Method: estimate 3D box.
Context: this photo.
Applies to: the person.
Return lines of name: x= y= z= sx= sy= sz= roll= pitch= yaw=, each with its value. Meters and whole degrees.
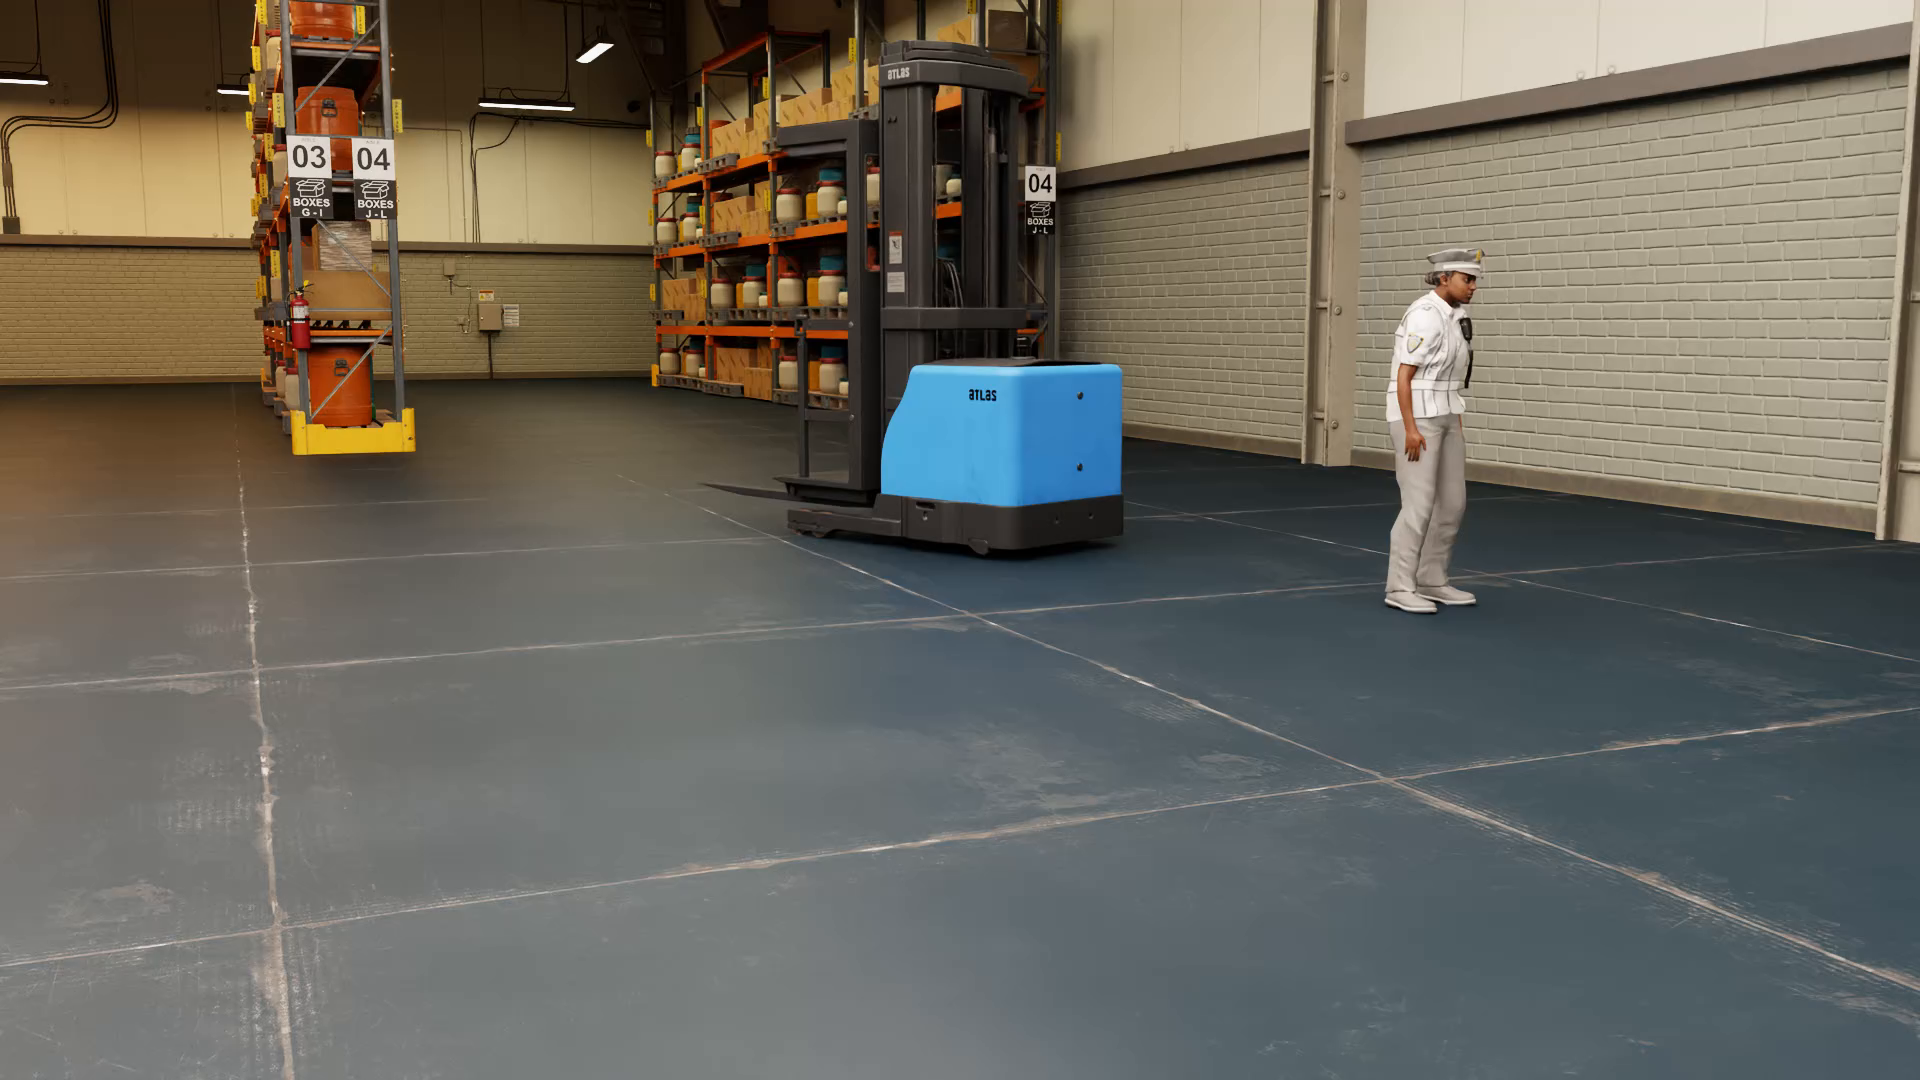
person: x=2.197 y=-0.515 z=7.730 sx=0.518 sy=1.656 sz=0.397 roll=-7 pitch=10 yaw=-44

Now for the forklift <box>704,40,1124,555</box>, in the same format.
forklift: x=-0.436 y=-1.509 z=10.383 sx=3.031 sy=2.935 sz=1.130 roll=7 pitch=10 yaw=44
